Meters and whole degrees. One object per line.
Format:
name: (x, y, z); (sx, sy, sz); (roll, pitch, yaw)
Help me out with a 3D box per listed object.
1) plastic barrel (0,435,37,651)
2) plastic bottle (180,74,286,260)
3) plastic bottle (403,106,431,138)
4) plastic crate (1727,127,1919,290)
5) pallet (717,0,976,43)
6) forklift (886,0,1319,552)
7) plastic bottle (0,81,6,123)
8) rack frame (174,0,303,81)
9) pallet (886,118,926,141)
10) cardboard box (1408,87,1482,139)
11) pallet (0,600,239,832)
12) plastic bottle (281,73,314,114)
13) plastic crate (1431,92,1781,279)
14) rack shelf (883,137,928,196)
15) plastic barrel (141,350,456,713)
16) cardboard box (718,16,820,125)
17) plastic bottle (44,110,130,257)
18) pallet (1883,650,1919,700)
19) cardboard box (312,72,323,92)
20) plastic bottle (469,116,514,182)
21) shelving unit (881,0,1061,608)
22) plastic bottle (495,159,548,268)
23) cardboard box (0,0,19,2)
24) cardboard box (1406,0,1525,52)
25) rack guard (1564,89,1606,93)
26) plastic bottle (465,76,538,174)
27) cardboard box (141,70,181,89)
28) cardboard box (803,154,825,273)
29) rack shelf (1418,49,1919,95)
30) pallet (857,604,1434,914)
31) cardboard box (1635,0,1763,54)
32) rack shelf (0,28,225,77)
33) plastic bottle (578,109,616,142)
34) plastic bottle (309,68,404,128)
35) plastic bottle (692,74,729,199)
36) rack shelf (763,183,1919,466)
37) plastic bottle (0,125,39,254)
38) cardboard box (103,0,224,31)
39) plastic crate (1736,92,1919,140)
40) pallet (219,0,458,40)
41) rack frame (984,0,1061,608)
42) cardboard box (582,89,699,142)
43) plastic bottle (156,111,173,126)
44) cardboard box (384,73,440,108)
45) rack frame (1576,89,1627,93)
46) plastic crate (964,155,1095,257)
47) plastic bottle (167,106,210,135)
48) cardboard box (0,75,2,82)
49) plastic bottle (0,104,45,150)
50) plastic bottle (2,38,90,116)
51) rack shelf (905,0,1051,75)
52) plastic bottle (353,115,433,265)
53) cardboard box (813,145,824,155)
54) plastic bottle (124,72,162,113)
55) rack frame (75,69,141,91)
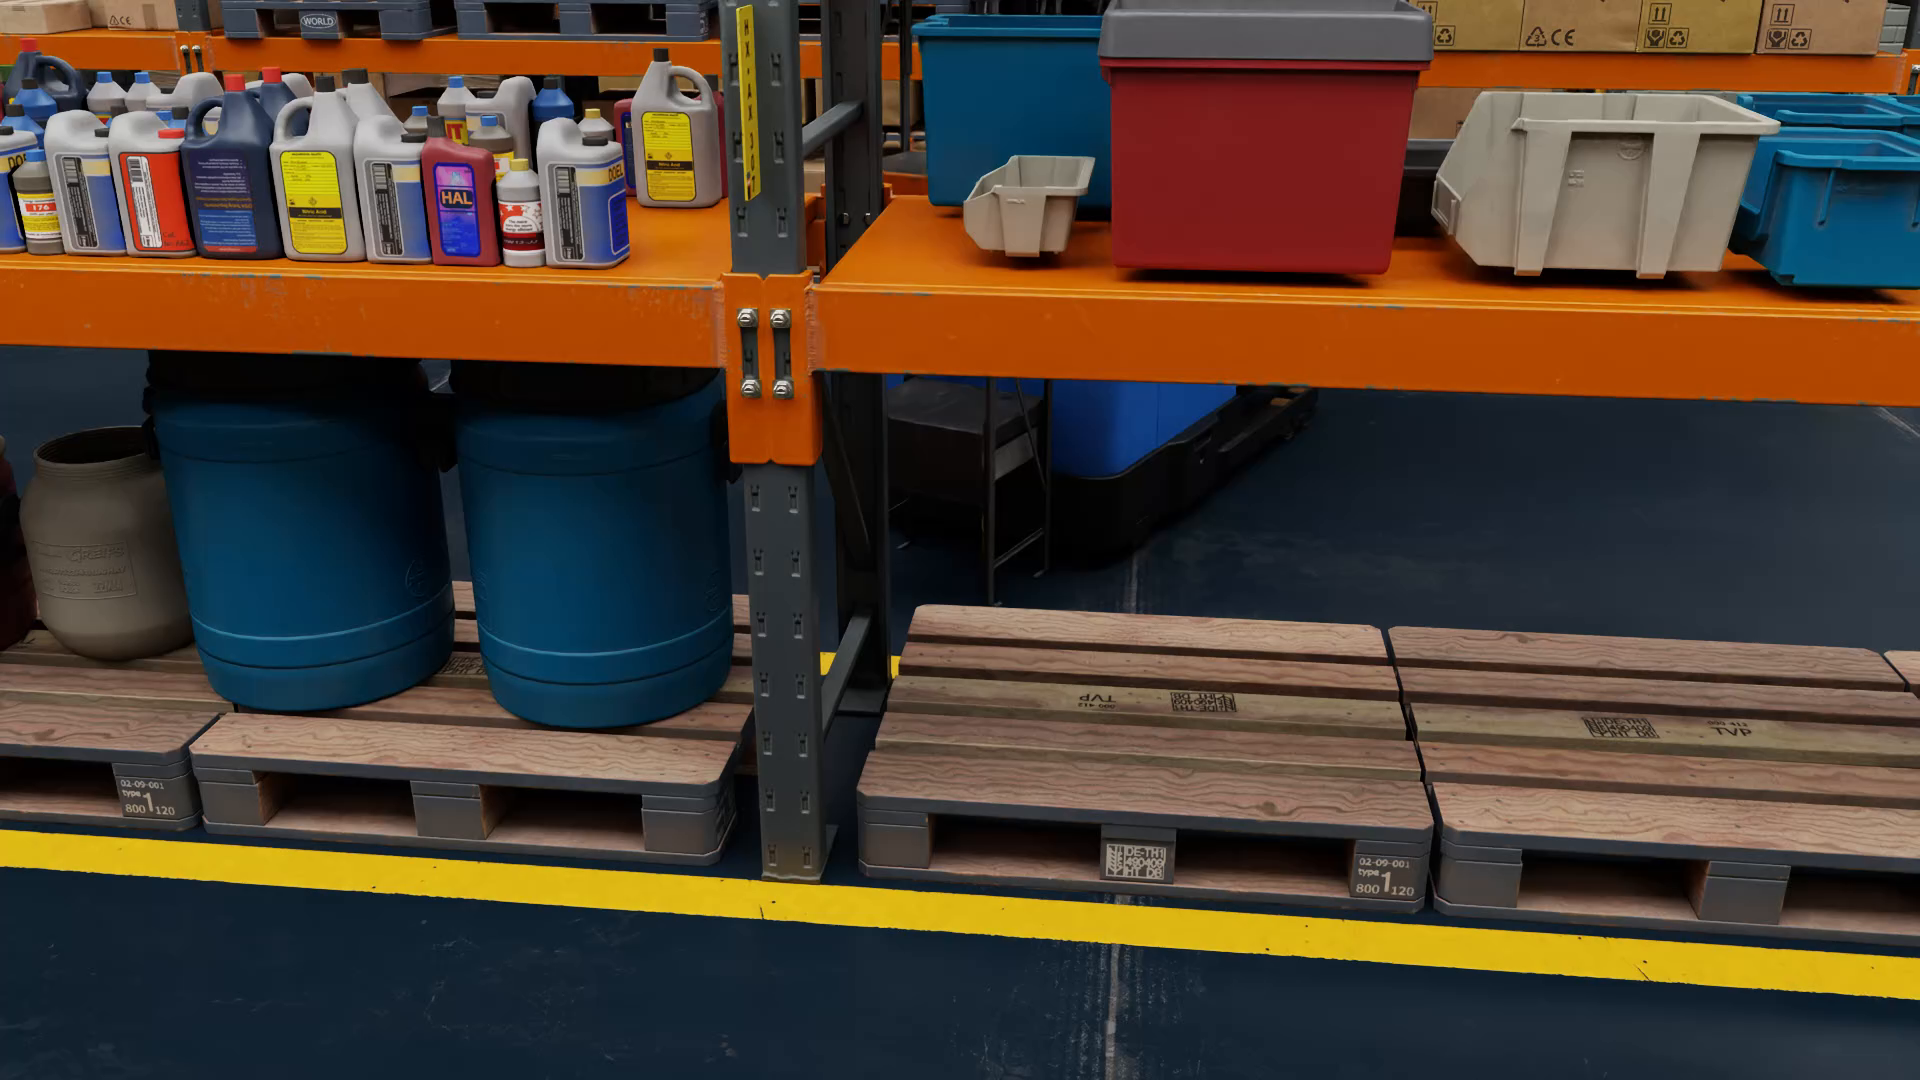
plastic barrel: (-2.667, -0.022, 4.125); (0.708, 0.588, 0.600); (2, 22, 6)
plastic bottle: (-1.439, -0.745, 3.311); (0.185, 0.351, 0.144); (2, 22, 6)
plastic bottle: (-1.291, -0.941, 4.011); (0.097, 0.201, 0.097); (0, 22, 0)
plastic crate: (1.598, -0.612, 3.053); (0.300, 0.233, 0.416); (2, 22, 6)
pallet: (-0.499, -2.633, 8.280); (1.213, 0.211, 1.003); (2, 22, 6)
forklift: (0.763, -1.823, 6.065); (1.130, 2.935, 3.031); (12, 25, 28)
plastic bottle: (-2.381, -1.011, 4.076); (0.133, 0.283, 0.061); (2, 22, 6)
rack frame: (-3.690, -2.821, 8.495); (0.127, 3.000, 1.000); (2, 22, 6)
pallet: (0.086, -3.165, 13.160); (1.213, 0.211, 1.003); (2, 22, 6)
cardboard box: (3.630, -3.332, 12.616); (0.500, 0.500, 0.700); (2, 22, 6)
pallet: (-2.281, 0.357, 4.250); (1.213, 0.211, 1.003); (2, 22, 6)
plastic bottle: (-1.639, -0.981, 4.010); (0.135, 0.276, 0.152); (2, 22, 6)
plastic crate: (1.190, -0.679, 3.156); (0.530, 0.282, 0.437); (2, 22, 6)
rack shelf: (-0.038, -0.849, 4.769); (0.480, 0.518, 0.431); (12, 24, 27)
plastic barrel: (-1.546, -0.119, 3.944); (0.708, 0.901, 0.600); (2, 22, 6)
cardboard box: (-1.527, -3.705, 13.084); (0.750, 0.750, 0.750); (2, 22, 6)
plastic bottle: (-1.731, -0.724, 3.360); (0.135, 0.276, 0.152); (2, 22, 6)
pallet: (2.853, 0.581, 3.684); (1.213, 0.211, 1.003); (2, 22, 6)
cardboard box: (-5.329, -3.778, 13.718); (0.500, 0.500, 0.700); (3, 22, 7)
plastic bottle: (-1.079, -0.876, 3.845); (0.097, 0.201, 0.097); (0, 22, 0)
shelving unit: (-0.038, -0.862, 4.764); (0.503, 2.100, 0.431); (12, 24, 27)
plastic bottle: (-0.852, -0.641, 3.251); (0.097, 0.201, 0.097); (0, 22, 0)
cardboard box: (-4.963, -2.738, 8.628); (0.250, 0.149, 0.380); (4, 22, 10)
cardboard box: (2.267, -2.508, 7.567); (0.500, 0.500, 0.500); (2, 22, 6)
rack guard: (4.857, -3.120, 12.651); (0.348, 0.500, 1.175); (2, 22, 6)
plastic bottle: (-1.083, -0.957, 3.948); (0.135, 0.276, 0.152); (2, 22, 6)
cardboard box: (-6.350, -3.819, 13.821); (0.500, 0.500, 0.700); (3, 22, 8)
cardboard box: (-0.732, -1.631, 8.287); (0.500, 0.500, 0.500); (3, 22, 6)
rack shelf: (2.268, -2.227, 7.970); (4.000, 0.370, 1.077); (2, 22, 6)
pallet: (0.430, 0.475, 3.951); (1.213, 0.211, 1.003); (2, 22, 6)
cardboard box: (3.262, -2.462, 7.452); (0.500, 0.500, 0.500); (3, 22, 7)
rack shelf: (-5.676, -2.573, 8.846); (4.000, 0.370, 1.077); (2, 22, 6)
plastic bottle: (-0.868, -0.923, 3.964); (0.097, 0.201, 0.097); (0, 22, 0)
plastic bottle: (-1.239, -0.789, 3.424); (0.185, 0.351, 0.144); (2, 22, 6)
plastic bottle: (-0.618, -0.957, 3.938); (0.133, 0.283, 0.061); (2, 22, 6)
rack shelf: (1.682, -0.418, 3.396); (4.000, 0.370, 1.077); (2, 22, 6)
plastic bottle: (-1.962, -0.734, 3.386); (0.135, 0.276, 0.152); (2, 22, 6)
cardboard box: (-4.046, -2.811, 8.591); (0.500, 0.311, 0.500); (4, 22, 10)
plastic crate: (1.856, -0.817, 3.573); (0.300, 0.233, 0.416); (2, 22, 6)
pallet: (-3.009, -2.728, 8.521); (1.003, 0.211, 1.213); (2, 22, 6)
rack frame: (0.174, -0.818, 4.653); (0.015, 2.100, 0.400); (12, 24, 27)
cardboard box: (-1.661, -2.213, 8.740); (0.500, 0.250, 0.500); (2, 22, 5)
plastic bottle: (-1.865, -0.910, 3.931); (0.097, 0.201, 0.097); (0, 22, 0)
cardboard box: (-4.330, -3.748, 13.643); (0.500, 0.500, 0.700); (2, 22, 6)
rack frame: (4.834, -4.283, 12.194); (0.127, 3.000, 1.000); (2, 22, 6)
plastic crate: (0.141, -0.672, 3.337); (0.243, 0.136, 0.396); (2, 22, 6)
plastic bottle: (-1.601, -0.762, 3.464); (0.097, 0.271, 0.097); (0, 22, 0)
cardboard box: (-8.118, -3.875, 13.963); (0.500, 0.500, 0.500); (1, 22, 2)
plastic bottle: (-1.965, -0.778, 3.504); (0.097, 0.271, 0.097); (0, 22, 0)
plastic bottle: (-2.221, -1.042, 4.064); (0.185, 0.351, 0.144); (2, 22, 6)
rack shelf: (-0.038, -1.500, 4.511); (0.480, 0.518, 0.431); (12, 24, 27)
plastic bottle: (-1.097, -0.696, 3.290); (0.135, 0.276, 0.152); (2, 22, 6)
cardboard box: (-0.701, -1.819, 8.762); (0.500, 0.500, 0.500); (3, 22, 7)
plastic bottle: (-1.981, -1.004, 4.074); (0.097, 0.271, 0.097); (0, 22, 0)
rack frame: (-7.083, -4.803, 13.508); (0.127, 3.000, 1.000); (2, 22, 6)
